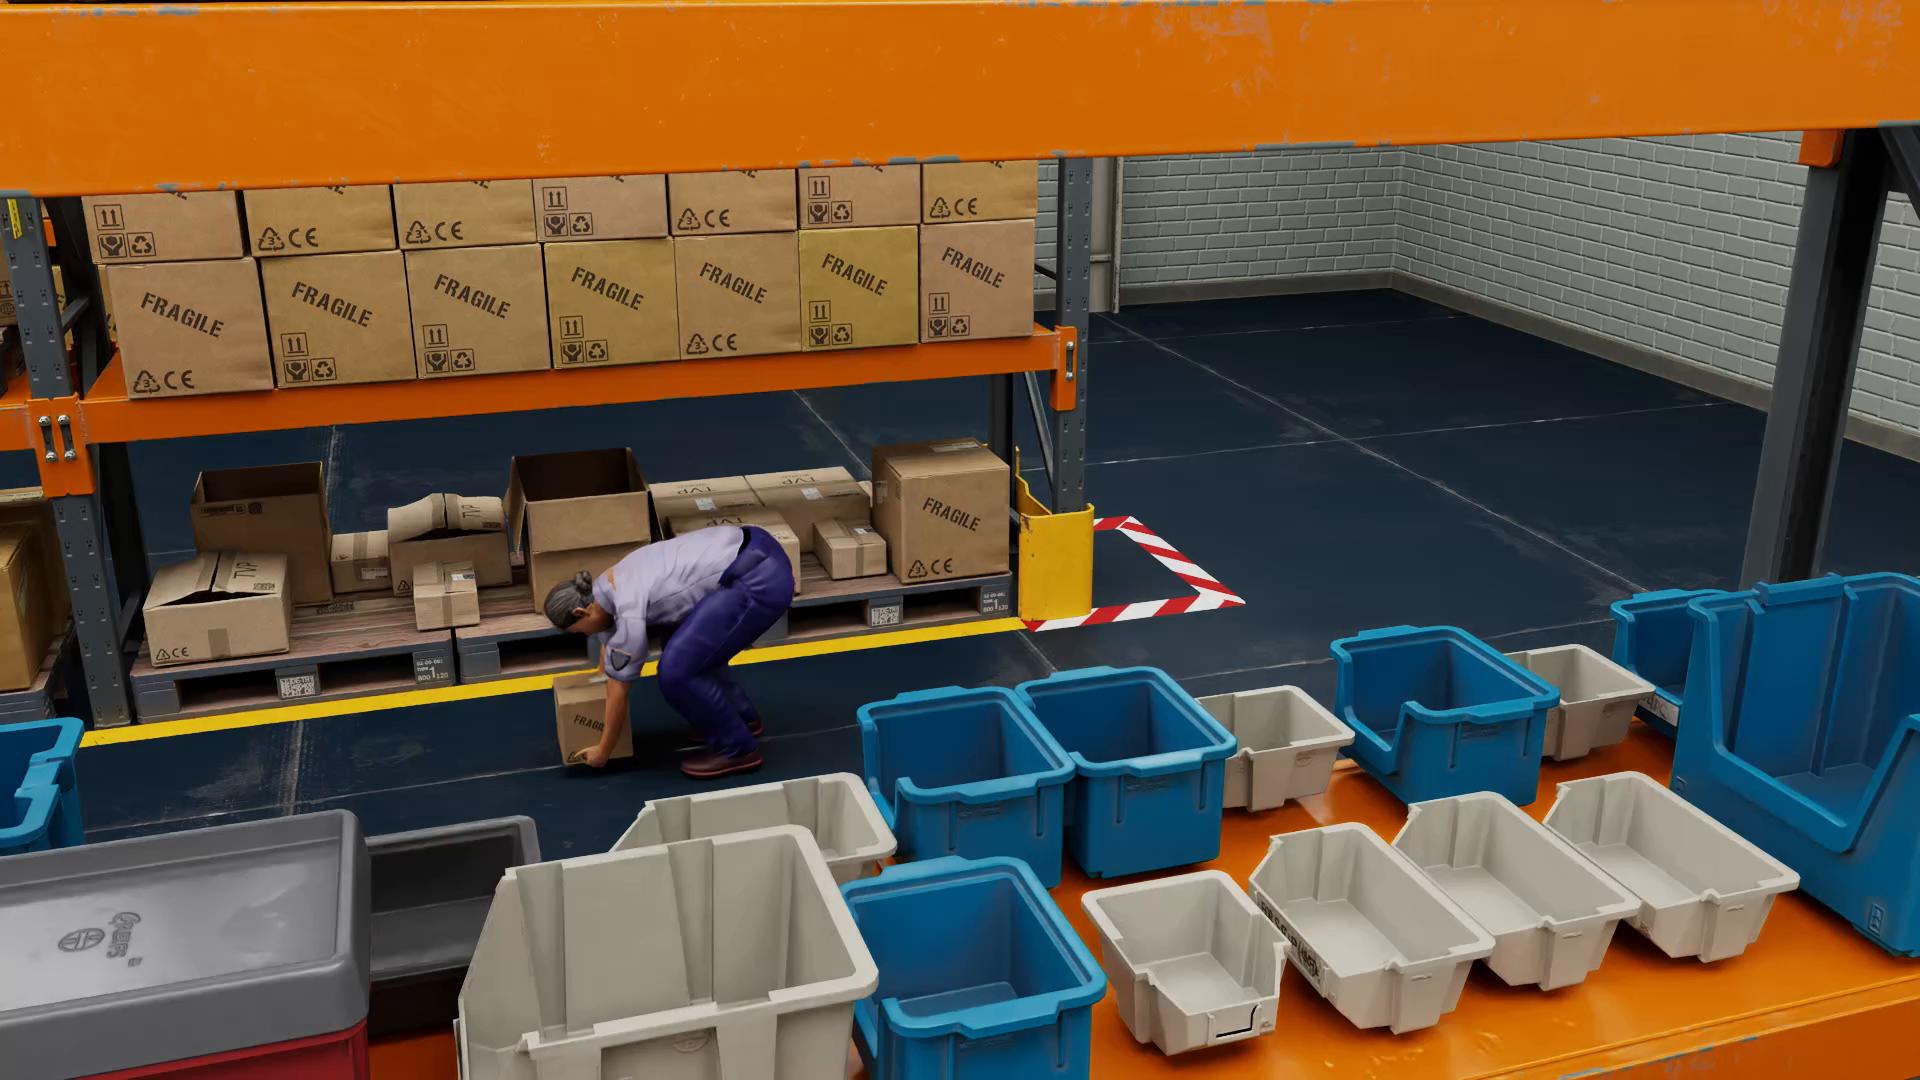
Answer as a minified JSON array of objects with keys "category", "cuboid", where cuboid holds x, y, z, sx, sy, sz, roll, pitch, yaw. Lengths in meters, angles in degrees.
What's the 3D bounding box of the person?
[{"category":"person","cuboid":[-1.082,0.400,6.112,0.838,0.881,0.497,-3,20,-8]}]
